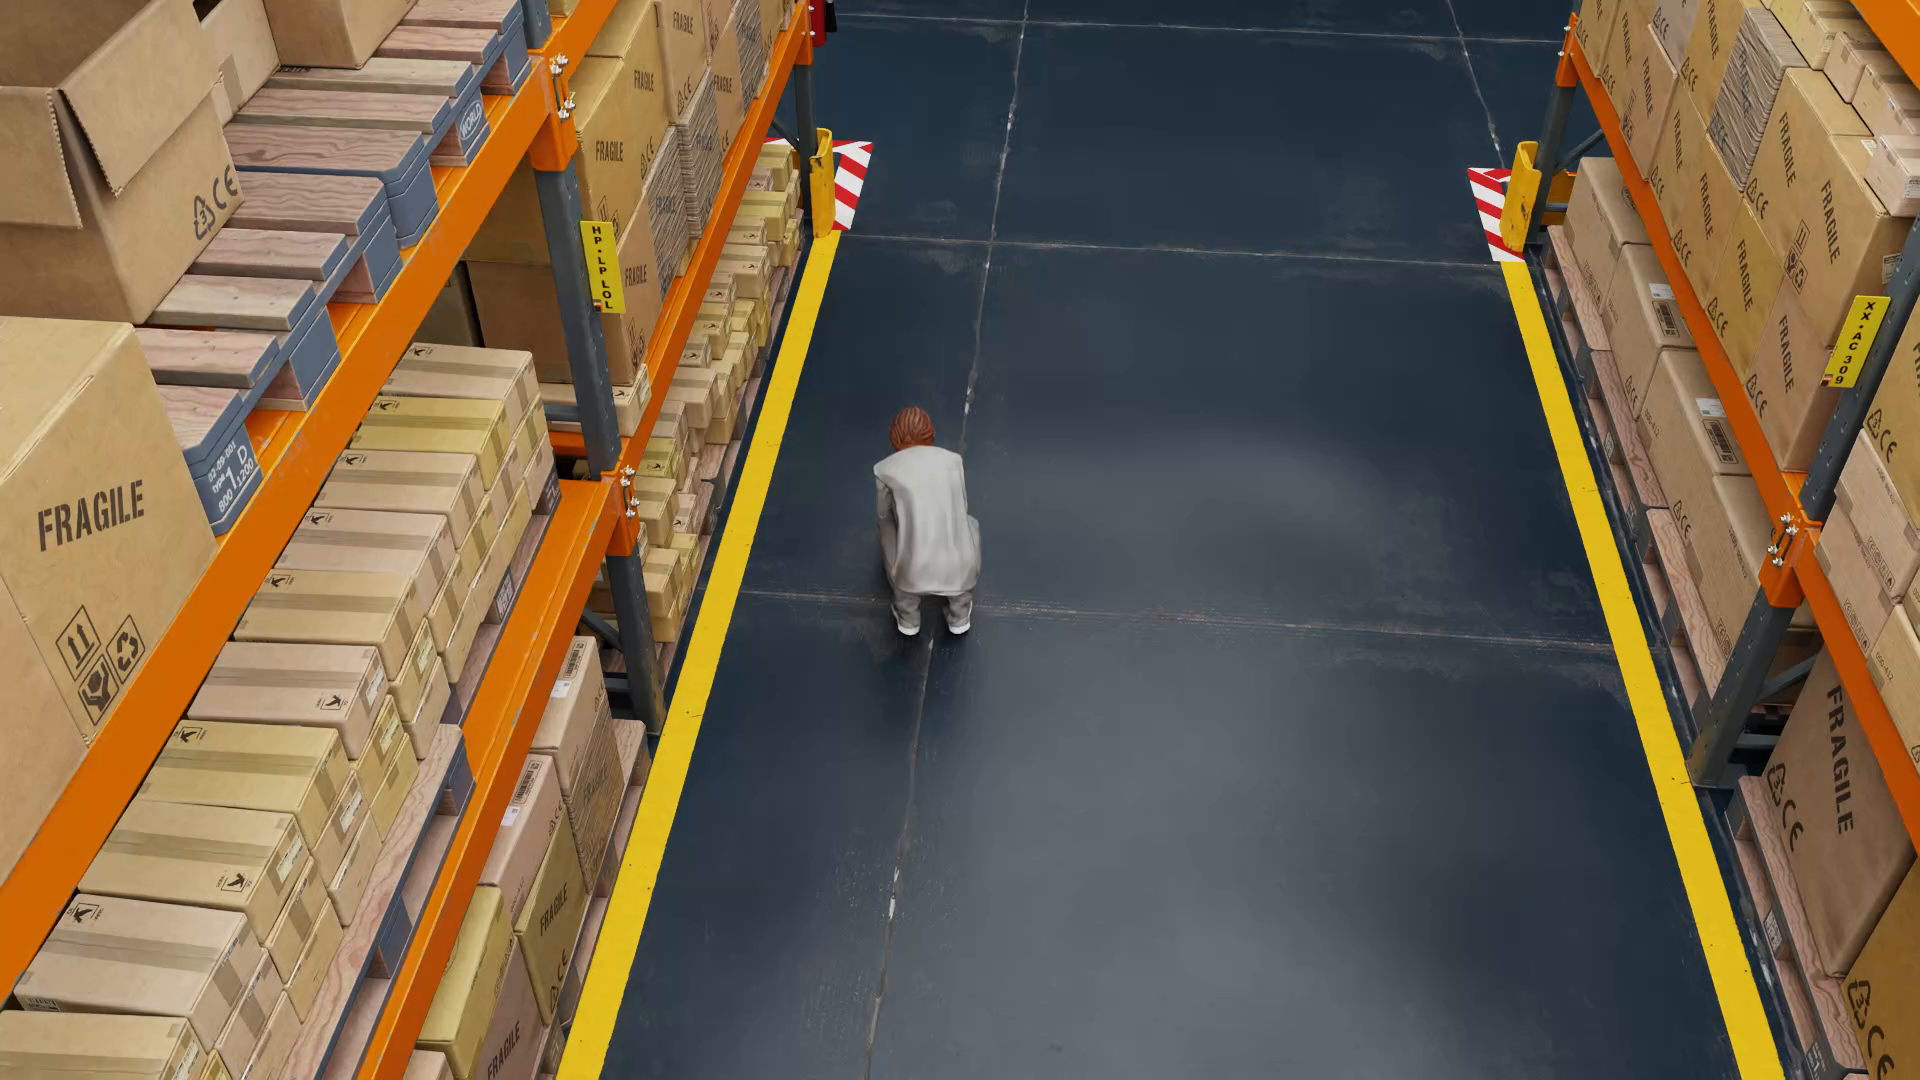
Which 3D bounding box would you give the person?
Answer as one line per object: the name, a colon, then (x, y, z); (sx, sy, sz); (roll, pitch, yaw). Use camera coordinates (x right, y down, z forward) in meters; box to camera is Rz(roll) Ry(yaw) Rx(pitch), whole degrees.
person: (-0.131, -0.046, 6.884); (0.435, 0.770, 0.815); (-2, 41, -3)
